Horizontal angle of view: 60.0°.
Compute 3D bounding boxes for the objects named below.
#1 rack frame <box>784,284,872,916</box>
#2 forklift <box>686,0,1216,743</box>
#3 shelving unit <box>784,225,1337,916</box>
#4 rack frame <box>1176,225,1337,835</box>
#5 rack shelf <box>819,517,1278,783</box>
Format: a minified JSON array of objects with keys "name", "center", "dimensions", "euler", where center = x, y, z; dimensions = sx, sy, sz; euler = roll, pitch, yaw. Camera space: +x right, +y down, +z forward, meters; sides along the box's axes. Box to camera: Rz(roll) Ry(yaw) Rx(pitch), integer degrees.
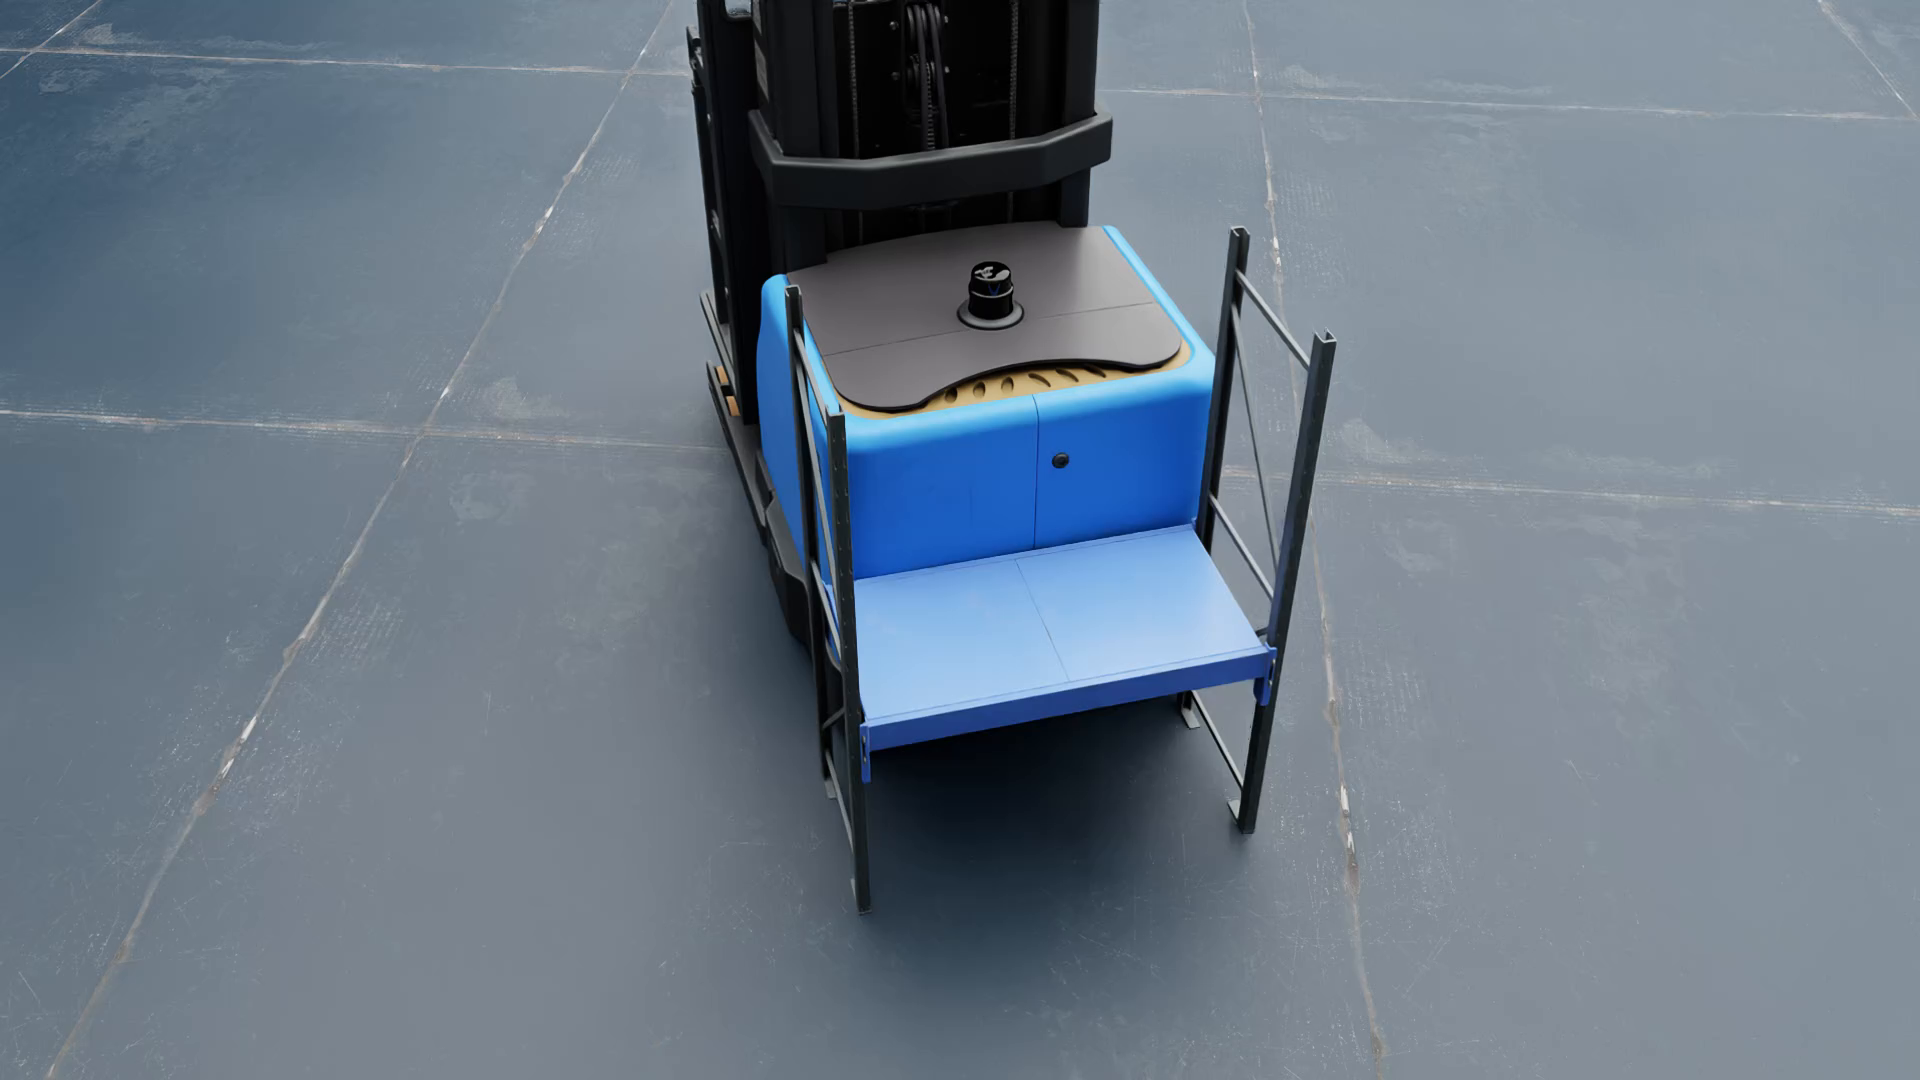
[{"name":"rack frame","center":[-0.297,0.191,3.827],"dimensions":[0.032,1.500,0.500],"euler":[-9,40,-11]},{"name":"forklift","center":[-0.244,-1.528,4.805],"dimensions":[1.130,2.935,3.031],"euler":[-11,40,-13]},{"name":"shelving unit","center":[0.195,0.110,3.927],"dimensions":[1.048,1.500,0.538],"euler":[-9,40,-11]},{"name":"rack frame","center":[0.686,0.028,4.027],"dimensions":[0.032,1.500,0.500],"euler":[-9,40,-11]},{"name":"rack shelf","center":[0.195,0.249,4.041],"dimensions":[1.000,0.185,0.538],"euler":[-9,40,-11]}]
